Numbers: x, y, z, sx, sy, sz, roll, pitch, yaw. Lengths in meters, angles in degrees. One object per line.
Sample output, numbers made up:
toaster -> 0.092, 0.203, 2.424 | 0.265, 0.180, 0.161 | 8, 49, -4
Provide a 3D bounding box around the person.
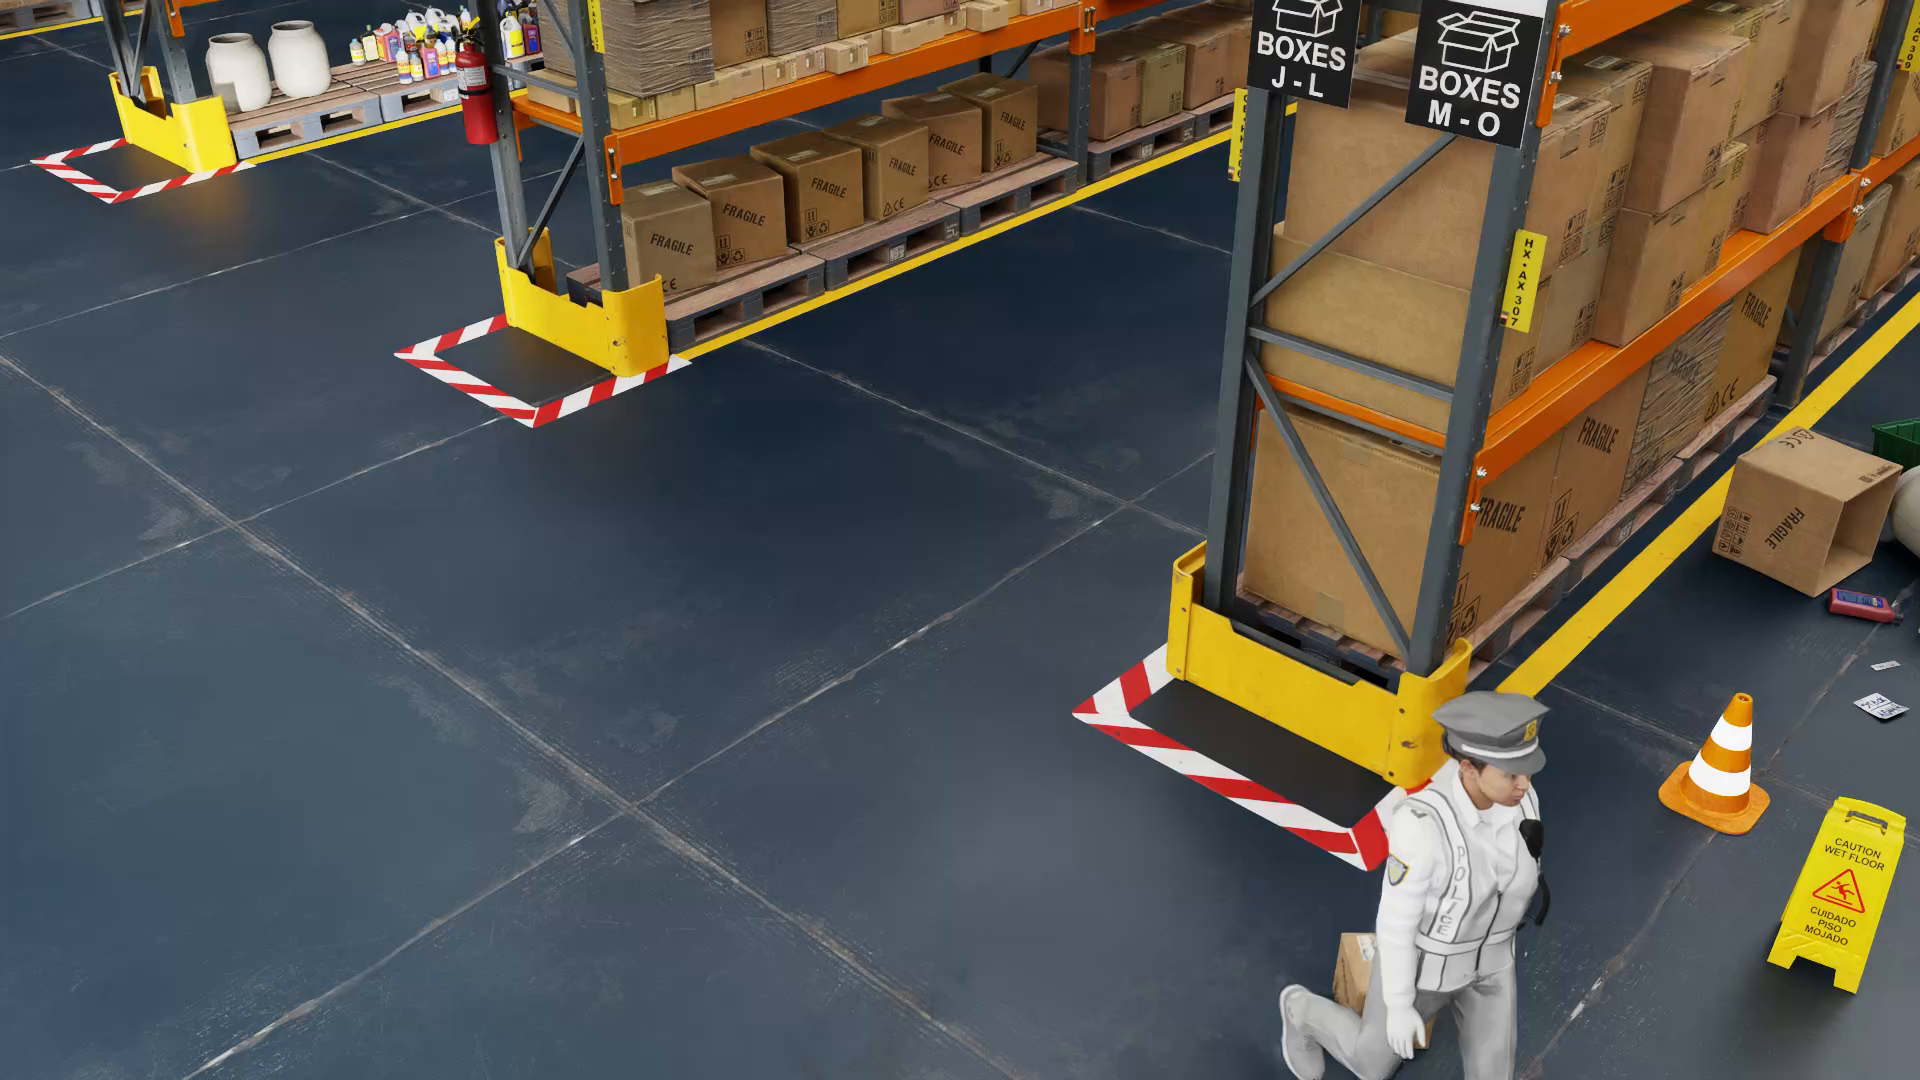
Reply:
person -> 1.242, 1.052, 4.371 | 0.480, 1.639, 0.879 | -11, 33, -17
